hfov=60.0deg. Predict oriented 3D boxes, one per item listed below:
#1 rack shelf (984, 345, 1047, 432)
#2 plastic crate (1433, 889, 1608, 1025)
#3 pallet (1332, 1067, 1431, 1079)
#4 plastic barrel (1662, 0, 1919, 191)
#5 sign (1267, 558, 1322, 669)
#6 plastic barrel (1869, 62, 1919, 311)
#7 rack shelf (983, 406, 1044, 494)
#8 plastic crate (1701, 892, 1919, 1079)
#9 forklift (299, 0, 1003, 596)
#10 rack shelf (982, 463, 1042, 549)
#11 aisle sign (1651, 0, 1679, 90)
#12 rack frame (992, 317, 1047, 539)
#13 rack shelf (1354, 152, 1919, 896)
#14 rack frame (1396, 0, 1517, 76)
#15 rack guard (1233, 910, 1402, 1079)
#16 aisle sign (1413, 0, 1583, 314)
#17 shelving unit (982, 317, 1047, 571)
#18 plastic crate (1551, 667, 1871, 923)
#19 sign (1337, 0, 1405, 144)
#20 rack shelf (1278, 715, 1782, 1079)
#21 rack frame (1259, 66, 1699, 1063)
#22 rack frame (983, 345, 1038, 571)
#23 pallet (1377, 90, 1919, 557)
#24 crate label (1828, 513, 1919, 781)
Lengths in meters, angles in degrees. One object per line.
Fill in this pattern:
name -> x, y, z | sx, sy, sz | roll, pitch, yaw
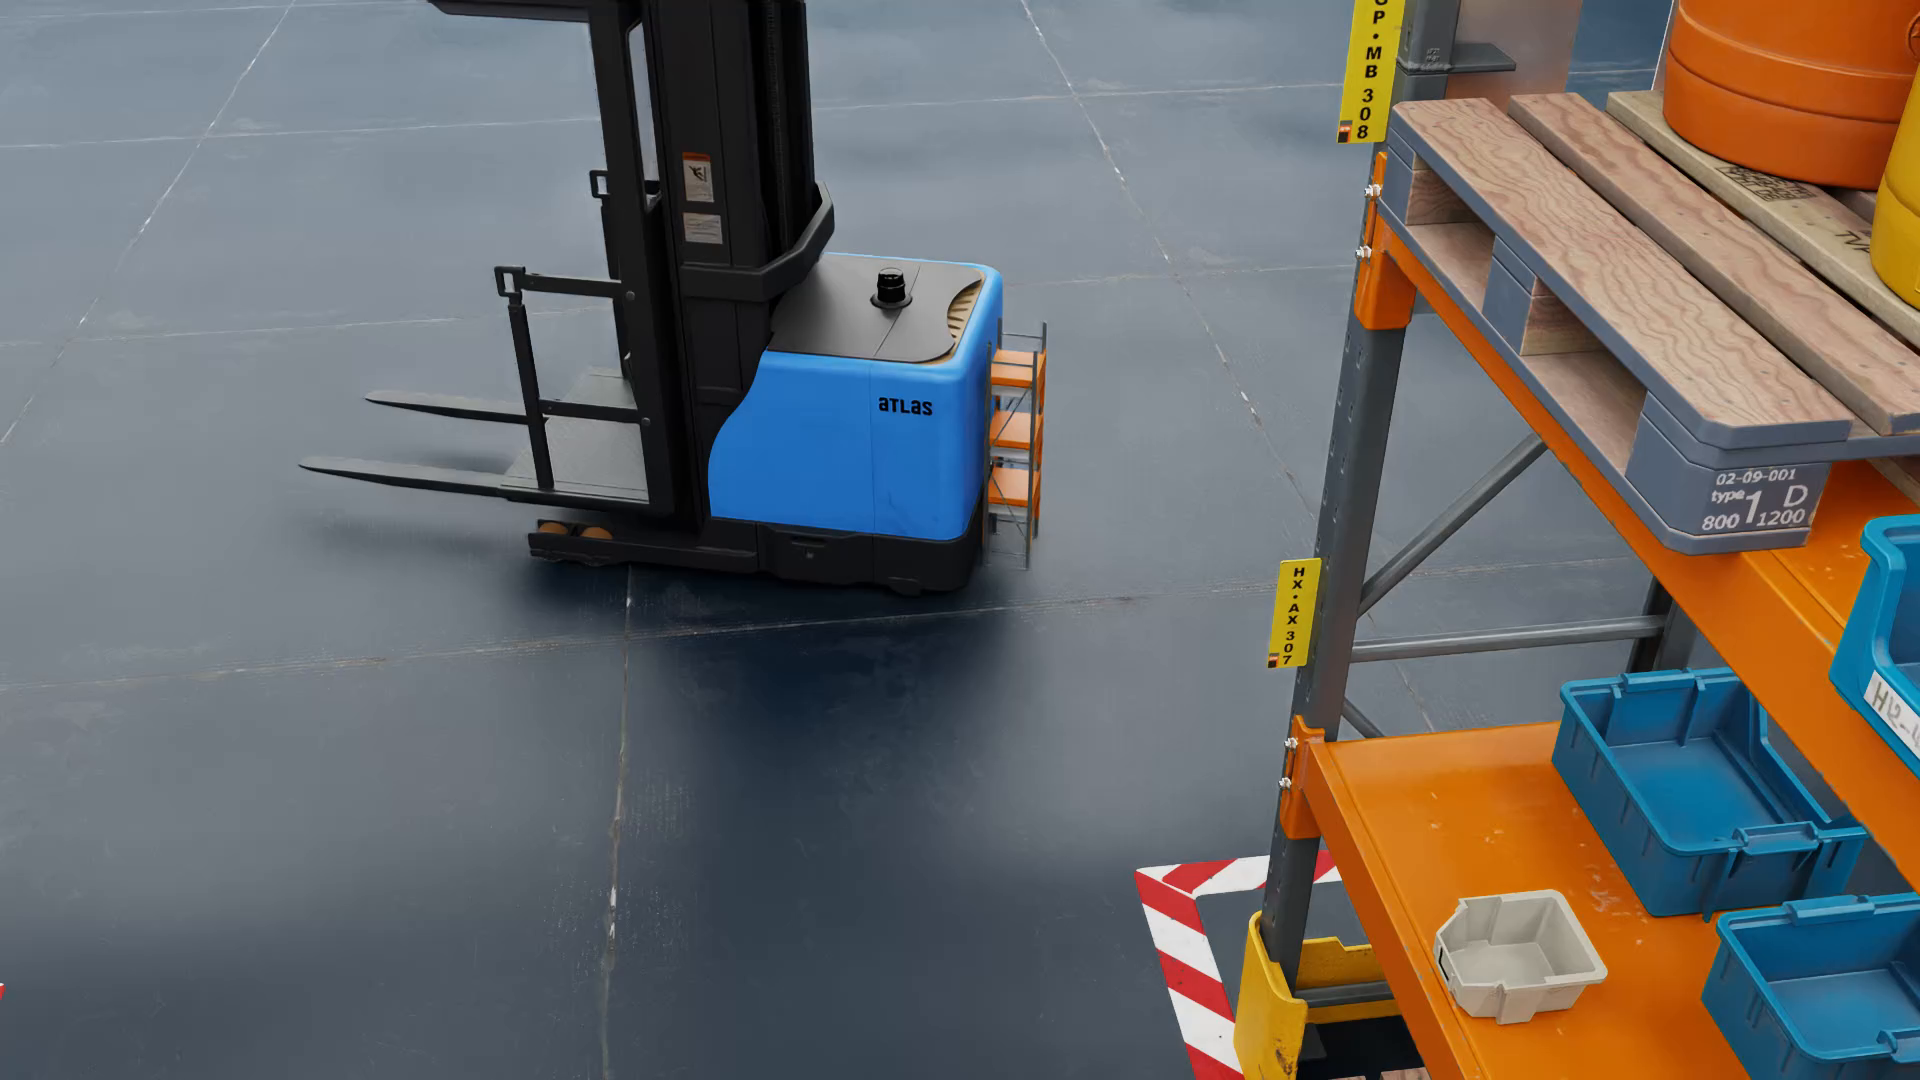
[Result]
rack shelf -> 0.225, -0.608, 6.723 | 0.215, 0.259, 0.240 | 7, 35, 9
plastic crate -> 1.165, 0.890, 3.514 | 0.298, 0.136, 0.250 | -4, 35, -6
pallet -> 1.524, 1.902, 4.271 | 1.003, 0.211, 1.213 | -4, 35, -6
plastic barrel -> 1.555, -1.071, 2.741 | 0.600, 0.830, 0.708 | -4, 35, -6
sign -> 0.818, 0.182, 4.073 | 0.100, 0.325, 0.005 | -4, 35, -6
plastic barrel -> 1.642, -0.607, 2.273 | 0.600, 0.588, 0.600 | 0, 34, 0
rack shelf -> 0.223, -0.374, 6.884 | 0.215, 0.259, 0.240 | 7, 35, 9
plastic crate -> 1.809, 0.938, 3.341 | 0.499, 0.251, 0.408 | -4, 35, -6
forklift -> -1.373, -1.382, 6.675 | 3.031, 2.935, 1.130 | 6, 35, 9
rack shelf -> 0.220, -0.145, 7.041 | 0.215, 0.259, 0.240 | 7, 35, 9
aisle sign -> 1.648, -0.879, 3.568 | 0.394, 0.787, 0.004 | -4, 35, -6
rack frame -> 0.246, -0.450, 6.977 | 0.200, 1.050, 0.008 | 7, 35, 9
rack shelf -> 1.632, 0.431, 1.929 | 1.077, 0.370, 4.000 | -4, 35, -6
rack frame -> 1.363, -2.222, 2.519 | 1.000, 3.000, 0.127 | -4, 35, -6
rack guard -> 1.420, 1.329, 4.855 | 1.175, 0.500, 0.348 | -4, 35, -6
aisle sign -> 1.063, -0.835, 3.503 | 0.394, 0.787, 0.004 | -4, 35, -6
shelving unit -> 0.223, -0.383, 6.878 | 0.215, 1.050, 0.252 | 7, 35, 9
plastic crate -> 1.727, 0.576, 3.874 | 0.499, 0.251, 0.616 | -4, 35, -6
sign -> 0.818, -0.946, 3.304 | 0.100, 0.325, 0.005 | -4, 35, -6
rack shelf -> 1.632, 1.671, 2.773 | 1.077, 0.370, 4.000 | -4, 35, -6
rack frame -> 1.363, 0.258, 4.209 | 1.000, 3.000, 0.127 | -4, 35, -6
rack frame -> 0.200, -0.315, 6.779 | 0.200, 1.050, 0.008 | 7, 35, 9
pallet -> 1.378, -0.435, 2.729 | 1.003, 0.211, 1.213 | -4, 35, -6
crate label -> 1.288, 0.149, 1.836 | 0.502, 0.251, 0.408 | -4, 35, -6
